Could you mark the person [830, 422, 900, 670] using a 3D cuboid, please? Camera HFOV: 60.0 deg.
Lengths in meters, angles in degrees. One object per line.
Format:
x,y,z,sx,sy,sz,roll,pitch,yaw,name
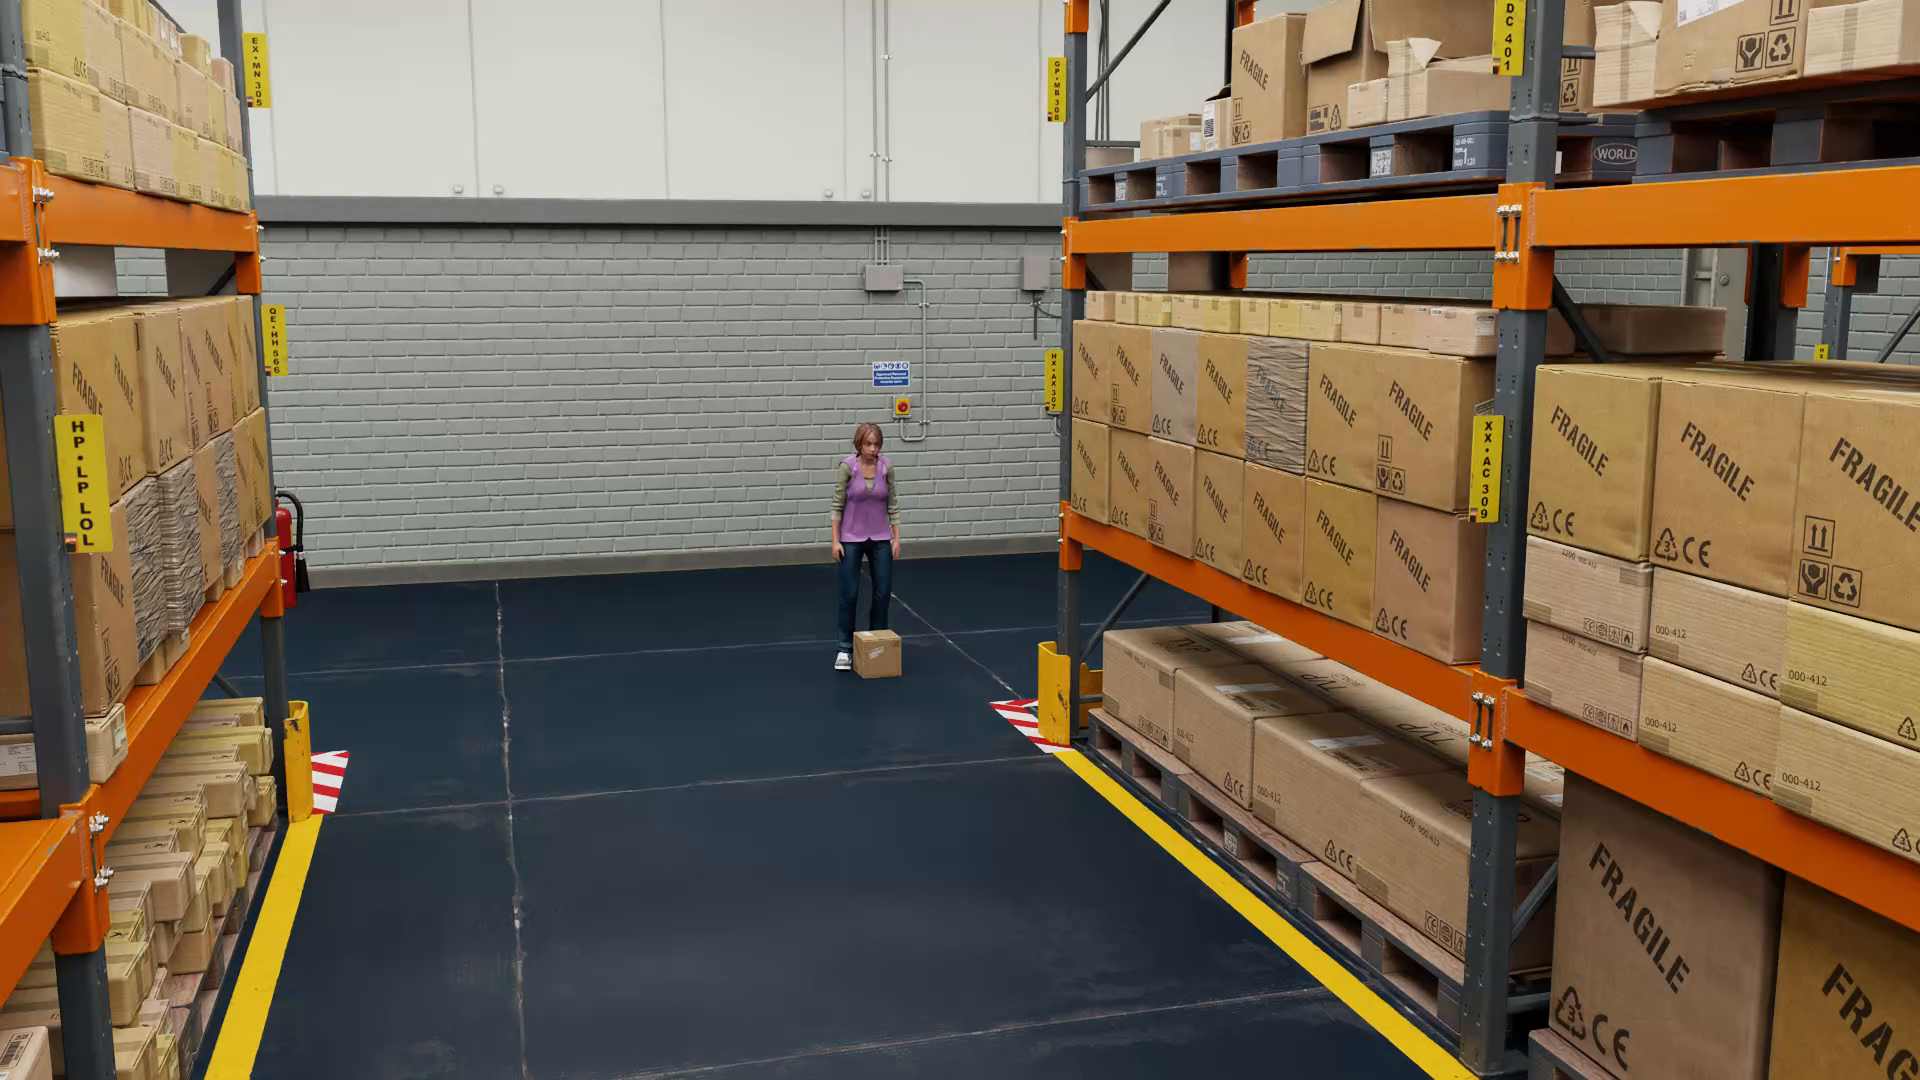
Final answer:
-0.604,0.037,10.732,0.460,1.581,0.368,-3,10,-16,person
